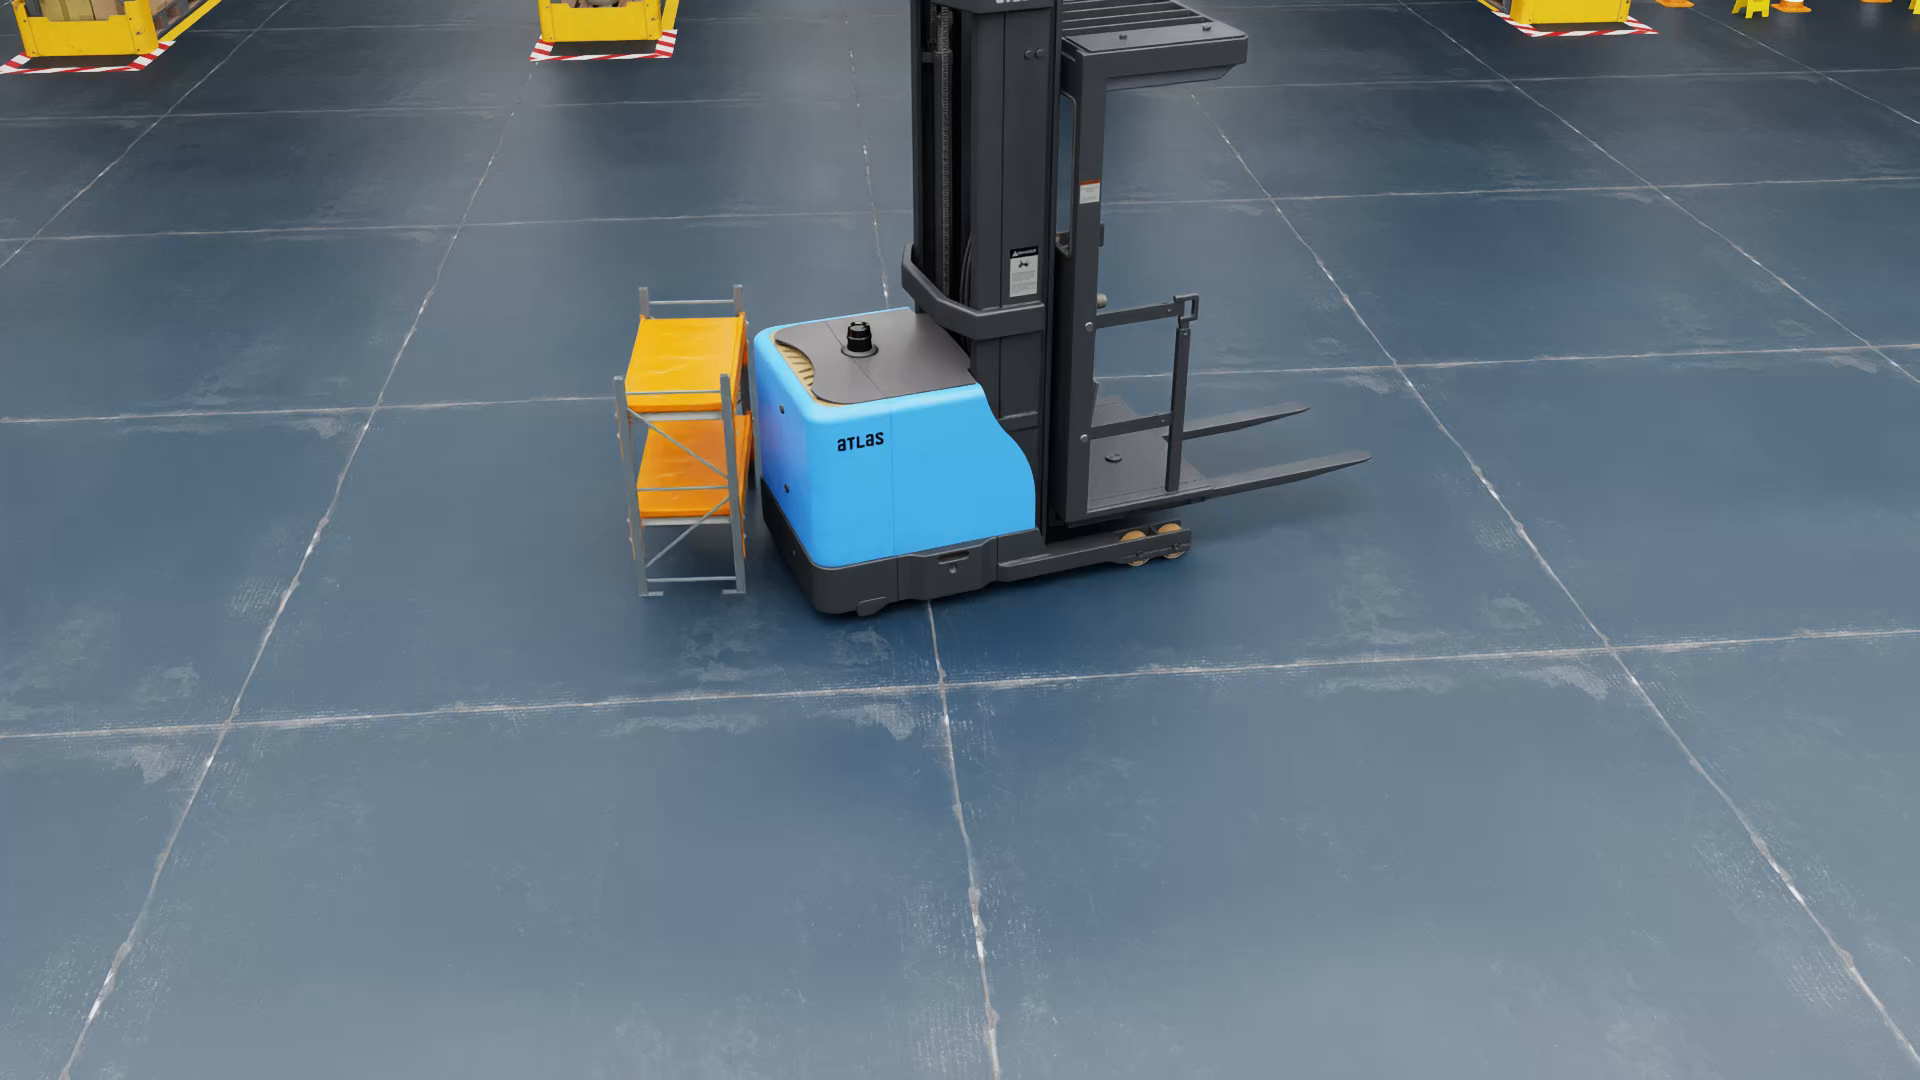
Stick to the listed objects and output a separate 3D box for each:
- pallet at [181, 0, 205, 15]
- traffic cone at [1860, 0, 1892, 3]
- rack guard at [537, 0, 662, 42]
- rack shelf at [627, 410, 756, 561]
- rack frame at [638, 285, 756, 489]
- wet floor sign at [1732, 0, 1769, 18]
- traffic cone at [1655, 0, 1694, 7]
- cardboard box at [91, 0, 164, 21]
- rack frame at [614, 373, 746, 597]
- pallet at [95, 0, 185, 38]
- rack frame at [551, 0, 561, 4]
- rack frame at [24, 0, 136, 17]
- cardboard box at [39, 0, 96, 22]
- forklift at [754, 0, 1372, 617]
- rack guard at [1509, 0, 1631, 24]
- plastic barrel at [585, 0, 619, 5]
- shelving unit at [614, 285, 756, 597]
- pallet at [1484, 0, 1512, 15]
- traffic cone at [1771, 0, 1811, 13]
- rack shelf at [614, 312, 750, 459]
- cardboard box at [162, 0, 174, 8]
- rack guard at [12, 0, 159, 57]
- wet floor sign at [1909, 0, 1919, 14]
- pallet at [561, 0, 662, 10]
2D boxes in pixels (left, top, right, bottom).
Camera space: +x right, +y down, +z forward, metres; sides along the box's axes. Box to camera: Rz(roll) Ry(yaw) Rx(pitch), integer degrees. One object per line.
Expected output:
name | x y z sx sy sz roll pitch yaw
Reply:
pallet | -8.693 -5.891 17.907 1.003 0.211 1.213 -3 31 -5
traffic cone | 9.936 -6.095 18.003 0.336 0.463 0.334 -3 31 -5
rack guard | -3.591 -5.277 16.598 1.175 0.500 0.348 -3 31 -5
rack shelf | -1.287 -0.282 8.101 0.538 0.278 1.000 -2 31 -3
rack frame | -1.317 -0.752 8.412 0.500 1.125 0.032 -2 31 -3
wet floor sign | 8.316 -5.807 17.342 0.267 0.644 0.232 -8 32 -13
traffic cone | 7.706 -5.987 17.823 0.336 0.463 0.334 -3 31 -5
cardboard box | -8.298 -5.363 16.575 0.500 0.250 0.500 -3 31 -5
rack frame | -1.257 -0.231 7.540 0.500 1.125 0.032 -2 31 -3
pallet | -8.583 -5.270 16.867 1.003 0.211 1.213 -3 31 -5
rack frame | -3.537 -6.314 15.896 1.000 3.000 0.127 -3 31 -5
rack frame | -8.469 -6.079 15.502 1.000 3.000 0.127 -3 31 -5
cardboard box | -8.814 -5.338 16.534 0.500 0.250 0.500 -3 31 -5
forklift | 0.587 -1.374 7.693 3.031 2.935 1.130 -11 33 -18
rack guard | 6.344 -5.652 17.225 1.175 0.500 0.348 -3 31 -5
plastic barrel | -3.675 -5.759 16.982 0.421 0.512 0.421 0 31 0
shelving unit | -1.287 -0.492 7.976 0.538 1.125 1.048 -2 31 -3
pallet | 6.189 -5.945 17.997 1.003 0.211 1.213 -3 31 -5
traffic cone | 8.863 -5.868 17.623 0.336 0.463 0.334 -3 31 -5
rack shelf | -1.287 -0.743 7.826 0.538 0.278 1.000 -2 31 -3
cardboard box | -8.348 -5.618 17.002 0.500 0.250 0.500 -3 31 -5
rack guard | -8.467 -4.993 16.122 1.175 0.500 0.348 -3 31 -5
wet floor sign | 10.213 -5.867 17.443 0.267 0.644 0.232 8 32 13
pallet | -3.662 -5.568 17.367 1.003 0.211 1.213 -3 31 -5
